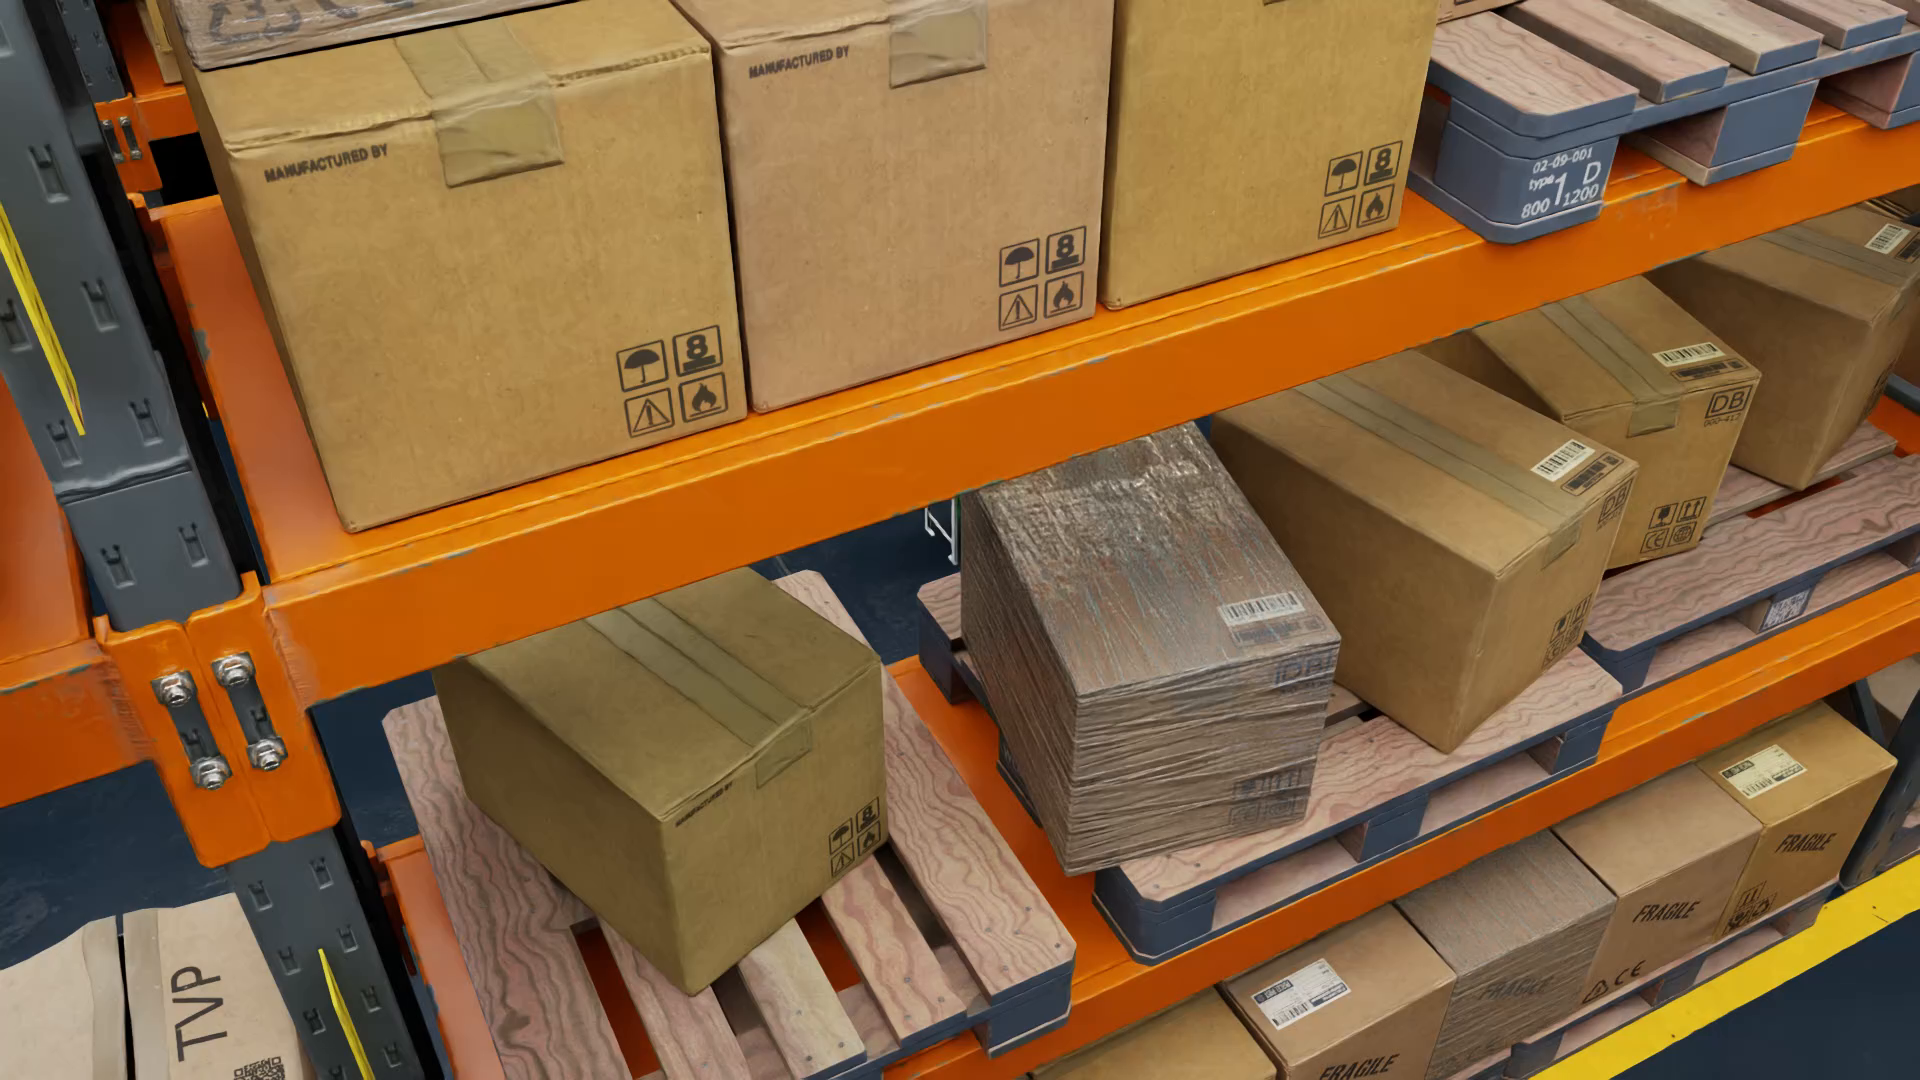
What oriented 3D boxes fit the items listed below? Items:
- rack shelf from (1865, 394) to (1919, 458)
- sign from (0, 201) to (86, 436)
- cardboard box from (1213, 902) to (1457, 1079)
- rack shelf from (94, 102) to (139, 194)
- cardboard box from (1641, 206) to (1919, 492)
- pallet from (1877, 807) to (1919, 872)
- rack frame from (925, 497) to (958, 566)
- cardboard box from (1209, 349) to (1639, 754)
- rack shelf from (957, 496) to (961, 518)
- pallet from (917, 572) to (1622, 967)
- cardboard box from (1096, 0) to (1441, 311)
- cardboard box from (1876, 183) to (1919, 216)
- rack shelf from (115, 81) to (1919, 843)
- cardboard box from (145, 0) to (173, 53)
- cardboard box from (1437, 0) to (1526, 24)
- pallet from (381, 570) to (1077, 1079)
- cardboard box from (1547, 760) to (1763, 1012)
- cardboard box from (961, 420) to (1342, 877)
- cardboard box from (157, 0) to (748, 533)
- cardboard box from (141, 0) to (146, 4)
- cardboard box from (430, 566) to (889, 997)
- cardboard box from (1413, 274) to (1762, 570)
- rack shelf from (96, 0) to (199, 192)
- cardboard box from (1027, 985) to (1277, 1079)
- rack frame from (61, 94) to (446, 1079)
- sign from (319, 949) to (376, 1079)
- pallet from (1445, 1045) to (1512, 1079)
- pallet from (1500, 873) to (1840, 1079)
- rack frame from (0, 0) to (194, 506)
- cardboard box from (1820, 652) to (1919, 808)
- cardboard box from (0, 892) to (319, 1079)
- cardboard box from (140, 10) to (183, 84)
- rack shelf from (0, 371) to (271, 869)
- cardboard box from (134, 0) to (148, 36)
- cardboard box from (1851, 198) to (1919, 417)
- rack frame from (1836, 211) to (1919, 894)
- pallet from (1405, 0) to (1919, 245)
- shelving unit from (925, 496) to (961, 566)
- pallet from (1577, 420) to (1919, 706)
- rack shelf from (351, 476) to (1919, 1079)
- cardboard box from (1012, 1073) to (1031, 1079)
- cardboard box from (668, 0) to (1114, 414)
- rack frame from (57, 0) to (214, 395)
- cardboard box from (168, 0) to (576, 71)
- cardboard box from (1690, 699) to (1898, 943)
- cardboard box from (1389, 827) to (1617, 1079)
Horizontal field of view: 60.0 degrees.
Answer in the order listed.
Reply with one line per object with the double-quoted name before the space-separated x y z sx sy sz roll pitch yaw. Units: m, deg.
"rack shelf" 4.255 -0.710 5.324 4.000 0.370 1.077 -19 44 -21
"sign" -0.817 -0.246 1.436 0.005 0.325 0.100 -19 44 -21
"cardboard box" 0.839 1.155 4.158 0.500 0.500 0.500 -20 44 -22
"rack shelf" -5.132 -1.160 5.855 4.000 0.370 1.077 -19 44 -21
"cardboard box" 1.958 -0.573 4.203 0.700 0.500 0.500 31 49 31
"pallet" 3.091 0.472 5.529 1.213 0.211 1.003 -19 44 -21
"rack frame" -0.070 -0.435 5.835 0.015 1.200 0.240 -19 44 -21
"cardboard box" 0.943 -0.023 3.554 0.500 0.500 0.700 -30 49 -31
"rack shelf" 0.147 -0.275 6.117 0.480 0.148 0.258 -19 44 -21
"pallet" 0.656 0.296 3.727 1.213 0.211 1.003 -19 44 -21
"cardboard box" 0.219 -0.834 2.514 0.500 0.500 0.910 -19 44 -21
"cardboard box" 2.810 -1.107 4.385 0.500 0.500 0.500 -18 44 -20
"rack shelf" 0.707 -0.661 2.944 4.000 0.370 1.077 -19 44 -21
"cardboard box" -2.809 -2.189 6.191 0.500 0.500 0.500 -17 43 -19
"cardboard box" 0.819 -1.261 2.617 0.600 0.600 0.600 -20 44 -22
"pallet" -0.498 0.637 3.325 1.003 0.211 1.213 -19 44 -21
"cardboard box" 1.734 0.853 4.515 0.500 0.500 0.500 -18 44 -20
"cardboard box" 0.339 0.192 3.300 0.500 0.500 0.700 -11 41 -13
"cardboard box" -0.695 -0.526 2.151 0.500 0.500 0.910 -19 44 -21
"cardboard box" -3.061 -2.483 6.538 0.500 0.500 0.500 -18 44 -20
"cardboard box" -0.560 0.355 3.106 0.700 0.500 0.500 31 49 31
"cardboard box" 1.377 -0.331 3.917 0.500 0.500 0.700 -12 42 -14
"rack shelf" -1.584 -2.354 7.266 4.000 0.370 1.077 -19 44 -21
"cardboard box" 0.378 1.314 3.970 0.500 0.500 0.500 -19 44 -21
"rack frame" -1.066 0.806 2.976 0.127 3.000 1.000 -19 44 -21
"sign" -0.807 0.681 2.227 0.005 0.325 0.100 -19 44 -21
"pallet" 0.694 1.308 4.542 1.213 0.211 1.003 -19 44 -21
"pallet" 1.777 0.941 4.975 1.213 0.211 1.003 -19 44 -21
"rack frame" -1.066 -1.484 1.038 0.127 3.000 1.000 -19 44 -21
"cardboard box" 2.954 0.469 5.114 0.500 0.311 0.500 -19 44 -21
"cardboard box" -1.409 0.924 2.906 0.500 0.311 0.500 -16 43 -18
"cardboard box" -2.959 -1.909 6.362 0.250 0.149 0.380 -19 44 -21
"rack shelf" -2.840 0.533 1.534 4.000 0.370 1.077 -19 44 -21
"cardboard box" -3.187 -2.187 6.691 0.250 0.149 0.380 -18 43 -20
"cardboard box" 2.806 -0.722 4.704 0.500 0.500 0.500 -18 43 -20
"rack frame" 2.481 -0.388 4.386 0.127 3.000 1.000 -19 44 -21
"pallet" 0.952 -0.995 2.928 1.003 0.211 1.213 -19 44 -21
"shelving unit" 0.147 -0.507 5.921 0.503 1.200 0.258 -19 44 -21
"pallet" 1.722 -0.138 4.240 1.213 0.211 1.003 -19 44 -21
"rack shelf" 0.707 0.484 3.914 4.000 0.370 1.077 -19 44 -21
"cardboard box" -0.069 1.461 3.797 0.500 0.500 0.500 -20 44 -22
"cardboard box" -0.243 -0.679 2.331 0.500 0.500 0.910 -19 44 -21
"rack frame" -3.358 -2.031 6.328 0.127 3.000 1.000 -19 44 -21
"cardboard box" -0.677 -0.885 1.801 0.500 0.500 0.500 -19 44 -21
"cardboard box" 2.176 0.710 4.684 0.500 0.500 0.500 -19 44 -21
"cardboard box" 1.289 1.002 4.339 0.500 0.500 0.500 -18 43 -20
